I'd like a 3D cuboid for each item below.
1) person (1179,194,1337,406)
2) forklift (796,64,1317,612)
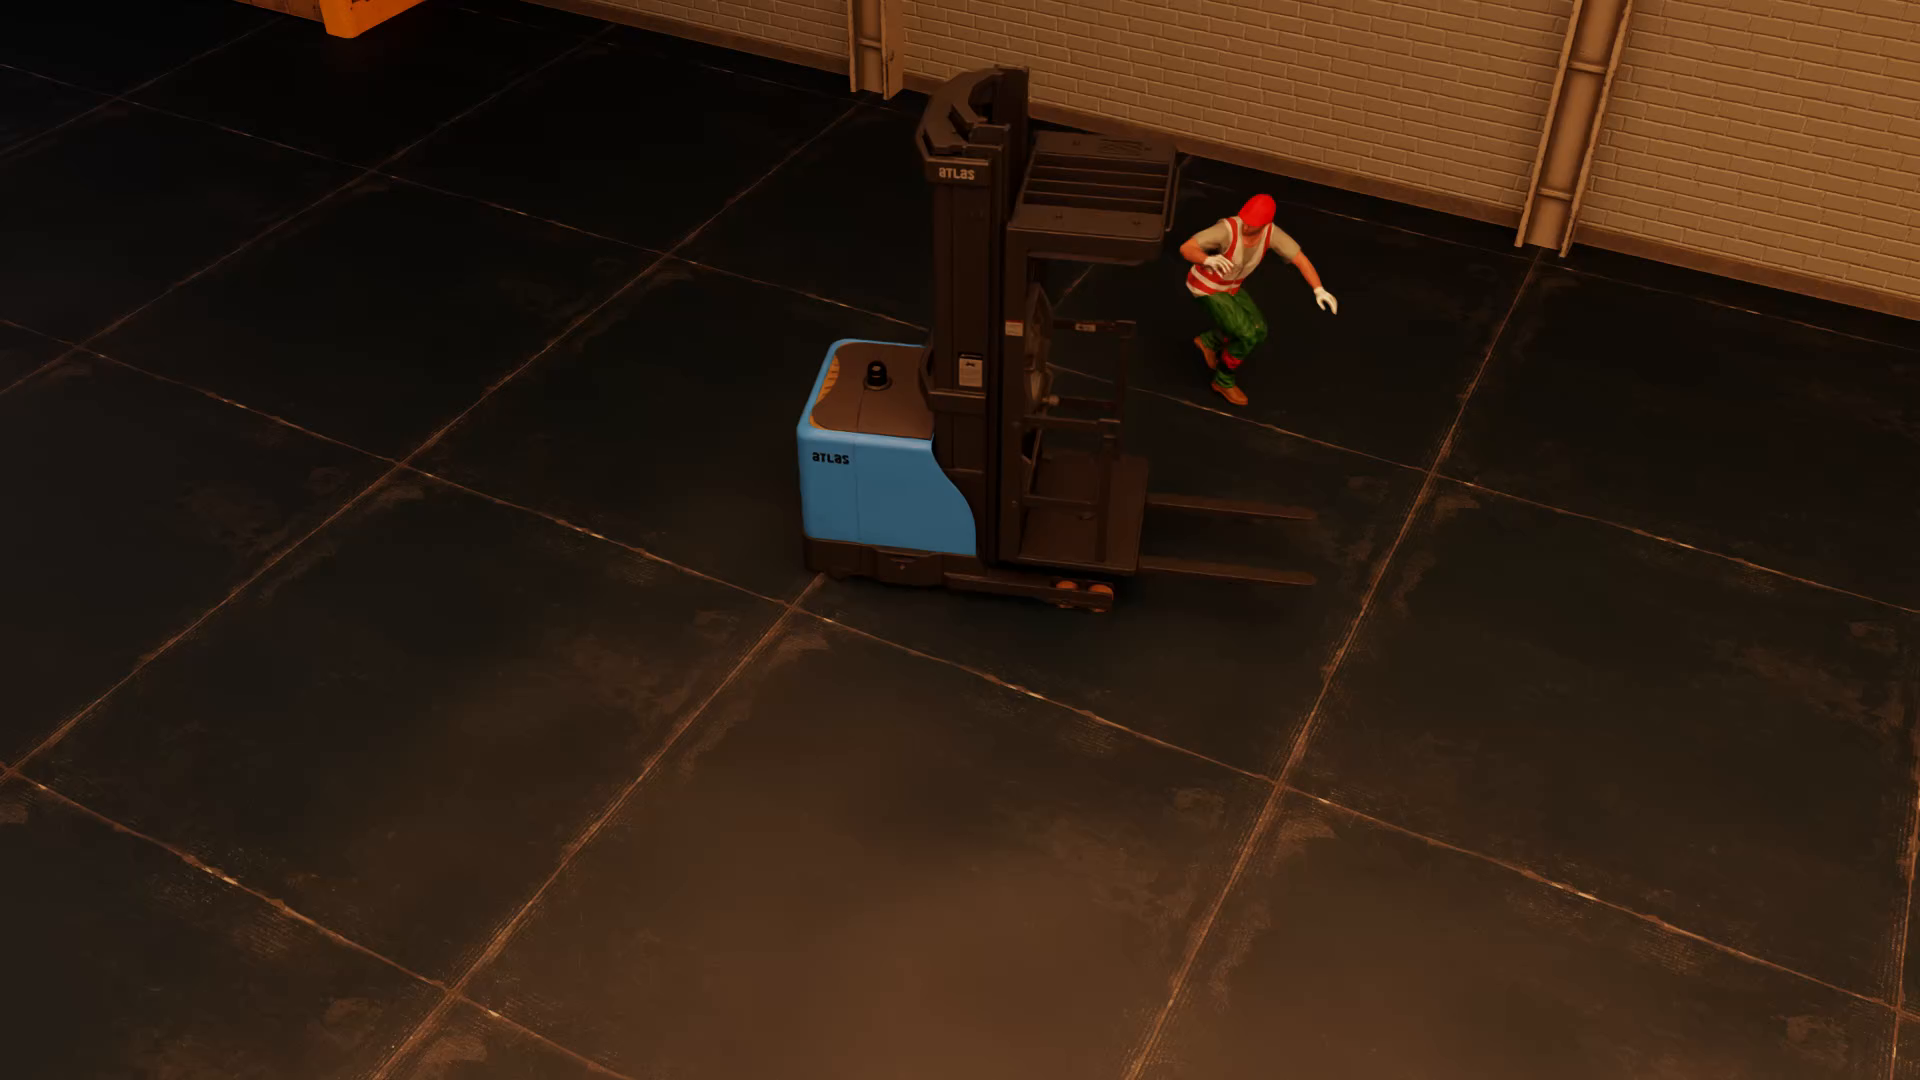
[{"bbox_3d":[1.915,-1.567,10.967,0.782,1.478,1.011,-30,48,-31],"label":"person"},{"bbox_3d":[0.622,-1.067,9.254,3.031,2.935,1.130,6,40,7],"label":"forklift"}]
